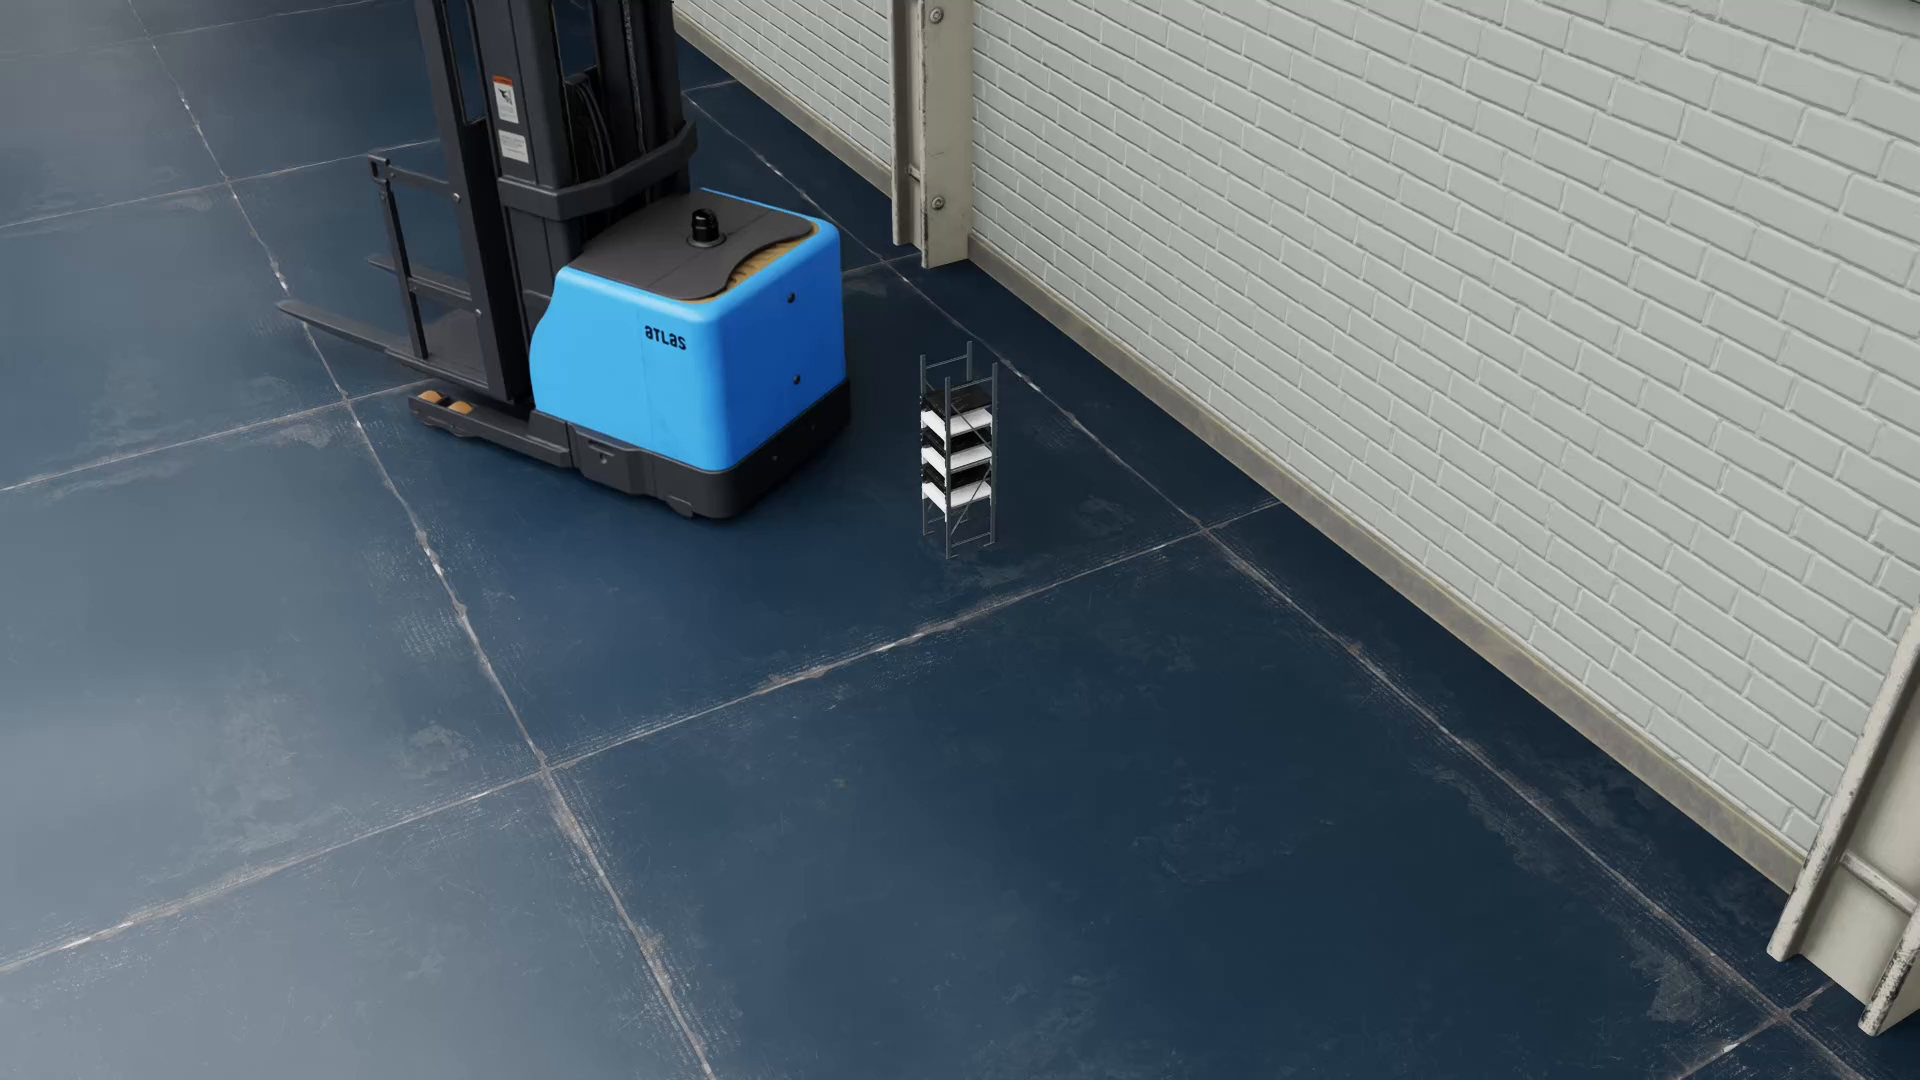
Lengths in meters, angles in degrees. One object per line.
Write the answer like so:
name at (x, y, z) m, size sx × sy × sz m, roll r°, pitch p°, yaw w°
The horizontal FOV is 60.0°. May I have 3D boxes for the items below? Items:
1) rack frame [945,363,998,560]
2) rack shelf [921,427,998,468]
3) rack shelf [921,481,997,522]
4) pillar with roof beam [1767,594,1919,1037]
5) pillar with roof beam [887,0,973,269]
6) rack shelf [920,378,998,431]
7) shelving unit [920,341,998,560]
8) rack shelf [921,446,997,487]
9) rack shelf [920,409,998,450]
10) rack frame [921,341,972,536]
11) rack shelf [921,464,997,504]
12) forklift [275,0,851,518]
rack frame at (0.047, -0.316, 6.919) m, size 0.240 × 0.900 × 0.006 m, roll -19°, pitch 40°, yaw -24°
rack shelf at (-0.004, -0.413, 6.957) m, size 0.258 × 0.077 × 0.200 m, roll -19°, pitch 40°, yaw -24°
rack shelf at (-0.004, -0.195, 7.116) m, size 0.258 × 0.077 × 0.200 m, roll -19°, pitch 40°, yaw -24°
pillar with roof beam at (-0.866, -0.965, 0.942) m, size 9.100 × 9.000 × 0.400 m, roll -19°, pitch 40°, yaw -24°
pillar with roof beam at (-3.880, -4.025, 5.132) m, size 9.100 × 9.000 × 0.400 m, roll -19°, pitch 40°, yaw -24°
rack shelf at (-0.004, -0.559, 6.851) m, size 0.258 × 0.077 × 0.200 m, roll -19°, pitch 40°, yaw -24°
shelving unit at (-0.004, -0.368, 6.990) m, size 0.258 × 0.900 × 0.210 m, roll -19°, pitch 40°, yaw -24°
rack shelf at (-0.004, -0.341, 7.010) m, size 0.258 × 0.077 × 0.200 m, roll -19°, pitch 40°, yaw -24°
rack shelf at (-0.004, -0.486, 6.904) m, size 0.258 × 0.077 × 0.200 m, roll -19°, pitch 40°, yaw -24°
rack frame at (-0.055, -0.419, 7.061) m, size 0.240 × 0.900 × 0.006 m, roll -19°, pitch 40°, yaw -24°
rack shelf at (-0.004, -0.268, 7.063) m, size 0.258 × 0.077 × 0.200 m, roll -19°, pitch 40°, yaw -24°
forklift at (-2.046, -1.920, 7.394) m, size 3.031 × 2.935 × 1.130 m, roll 20°, pitch 40°, yaw 25°
